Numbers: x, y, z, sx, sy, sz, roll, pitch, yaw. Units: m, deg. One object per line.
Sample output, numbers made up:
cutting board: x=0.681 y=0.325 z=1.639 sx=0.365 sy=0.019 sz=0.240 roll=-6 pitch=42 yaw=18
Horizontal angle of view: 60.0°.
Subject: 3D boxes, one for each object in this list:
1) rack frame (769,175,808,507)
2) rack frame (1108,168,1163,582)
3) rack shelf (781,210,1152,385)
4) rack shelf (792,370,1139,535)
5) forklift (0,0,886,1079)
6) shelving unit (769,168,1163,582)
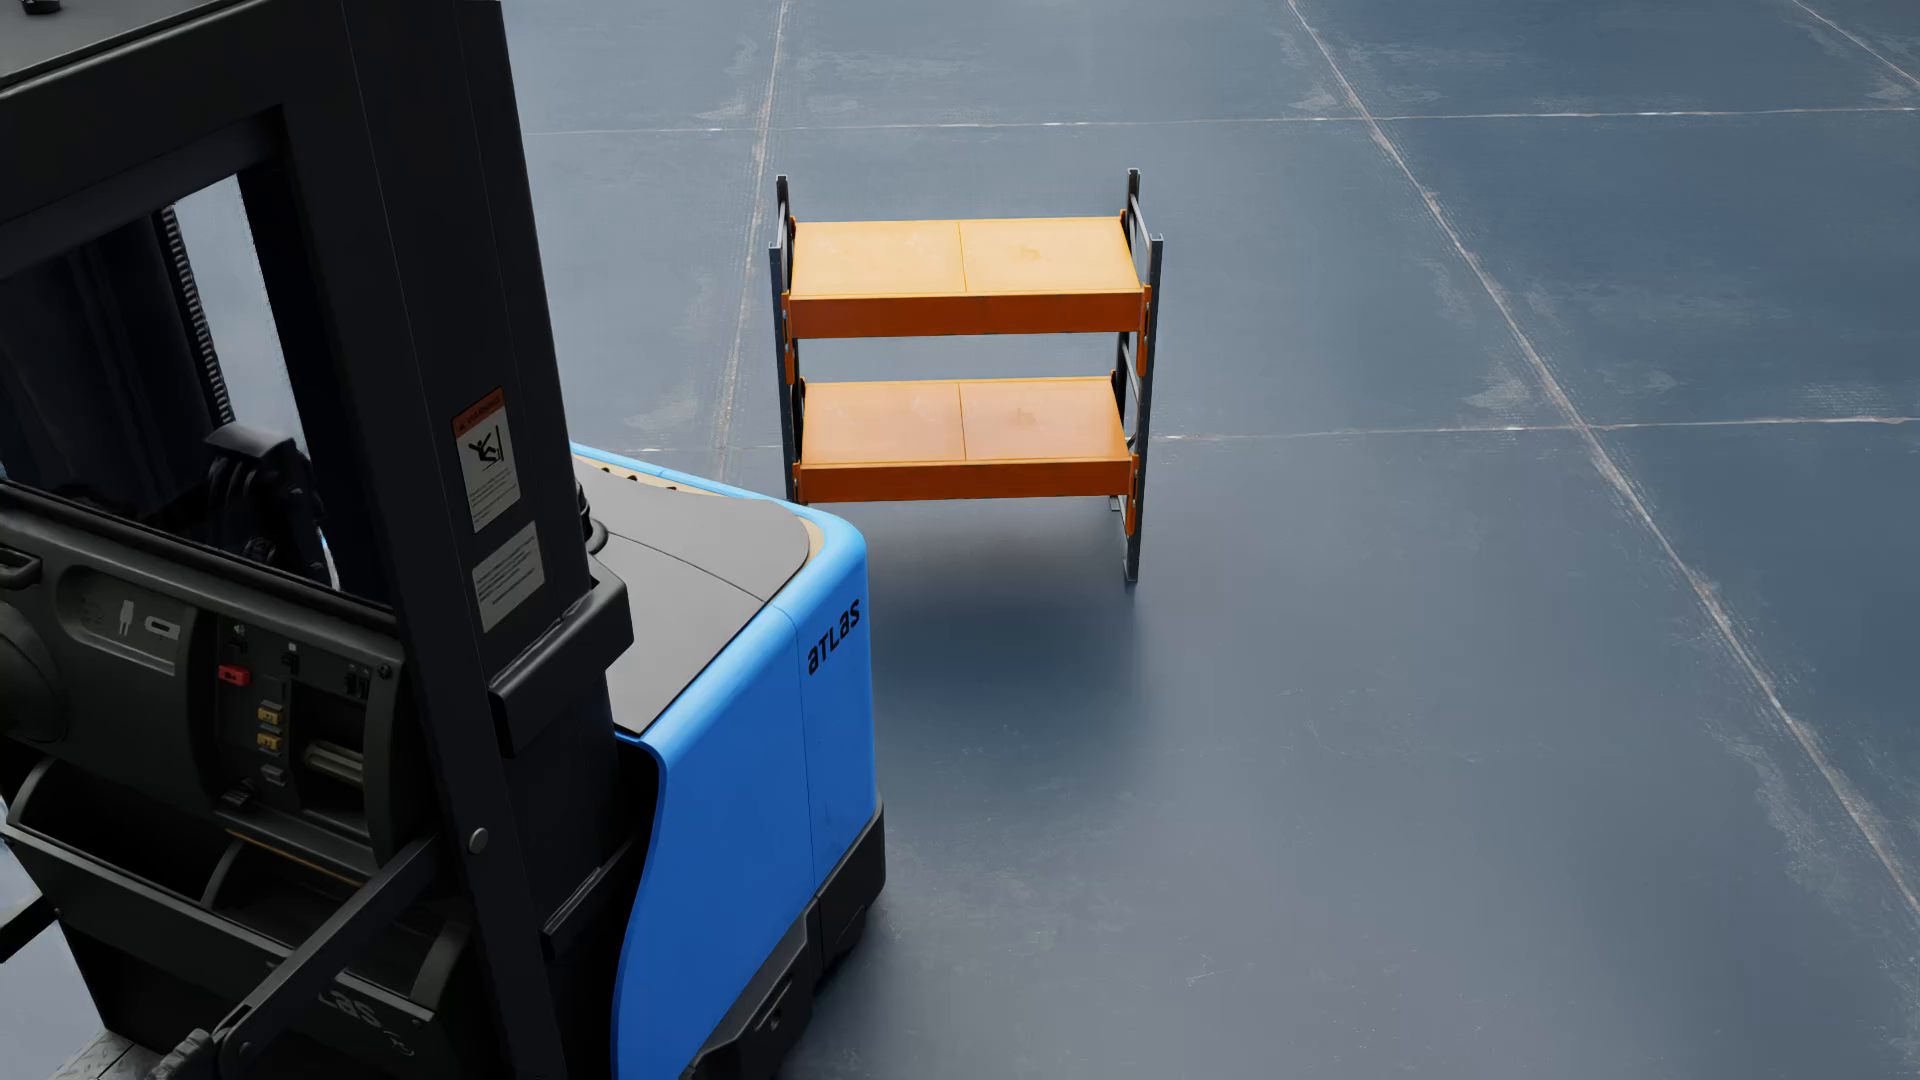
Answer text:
rack frame: x=-0.501 y=-0.449 z=4.910 sx=0.032 sy=1.125 sz=0.500 roll=-2 pitch=35 yaw=-2
rack frame: x=0.515 y=-0.476 z=4.950 sx=0.032 sy=1.125 sz=0.500 roll=-2 pitch=35 yaw=-2
rack shelf: x=0.007 y=-0.703 z=4.764 sx=1.000 sy=0.278 sz=0.538 roll=-2 pitch=35 yaw=-2
rack shelf: x=0.007 y=-0.262 z=5.069 sx=1.000 sy=0.278 sz=0.538 roll=-2 pitch=35 yaw=-2
forklift: x=-1.270 y=0.277 z=2.275 sx=1.130 sy=2.935 sz=3.031 roll=15 pitch=38 yaw=21
shelving unit: x=0.007 y=-0.463 z=4.930 sx=1.048 sy=1.125 sz=0.538 roll=-2 pitch=35 yaw=-2
